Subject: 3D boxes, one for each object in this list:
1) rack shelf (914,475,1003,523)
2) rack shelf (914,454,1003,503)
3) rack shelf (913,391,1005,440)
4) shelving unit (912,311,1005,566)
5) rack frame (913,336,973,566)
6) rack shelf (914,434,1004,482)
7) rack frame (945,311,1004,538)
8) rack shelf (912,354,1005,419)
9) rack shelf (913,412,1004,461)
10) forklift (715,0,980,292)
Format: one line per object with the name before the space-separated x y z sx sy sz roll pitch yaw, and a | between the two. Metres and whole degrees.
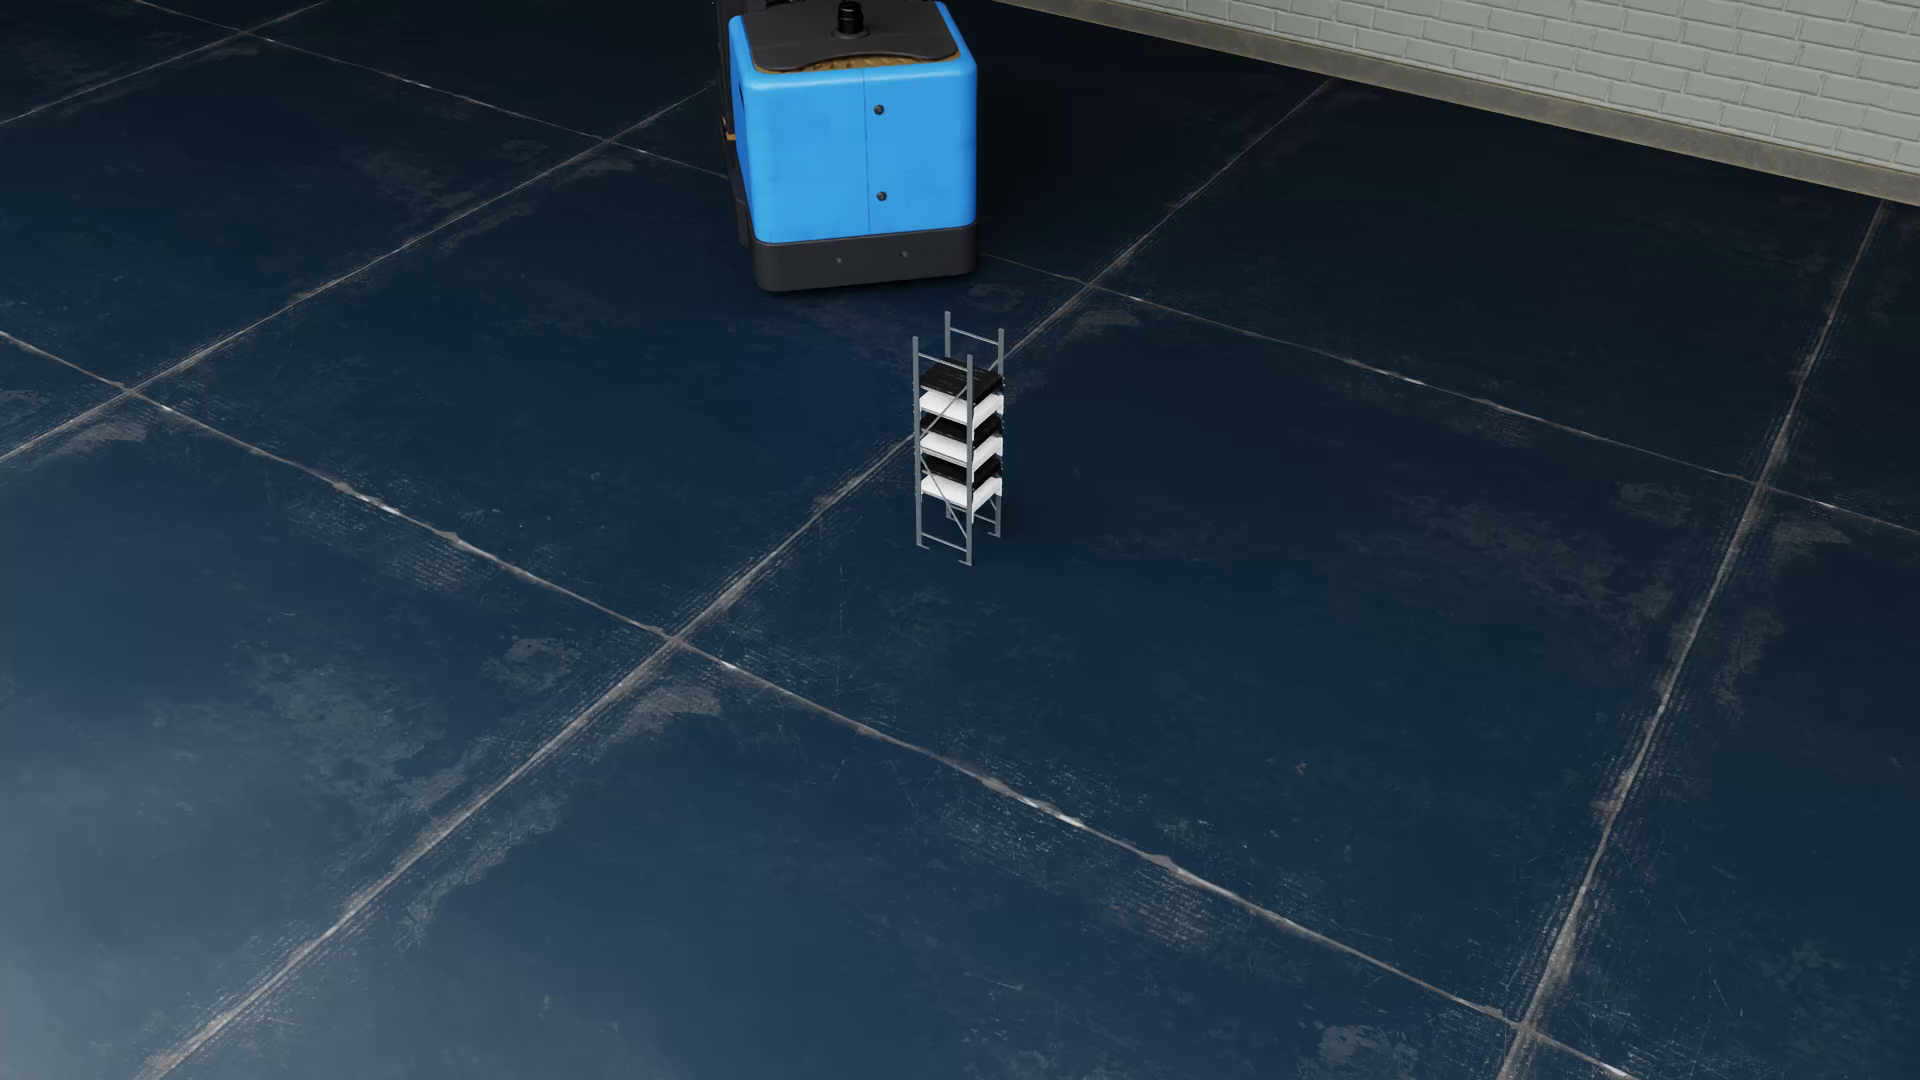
rack shelf | -0.004 -0.183 6.100 0.258 0.077 0.200 21 42 25
rack shelf | -0.004 -0.255 6.045 0.258 0.077 0.200 21 42 25
rack shelf | -0.004 -0.468 5.880 0.258 0.077 0.200 21 42 25
shelving unit | -0.004 -0.352 5.970 0.258 0.900 0.210 21 42 25
rack frame | -0.059 -0.300 5.902 0.240 0.900 0.006 21 42 25
rack shelf | -0.004 -0.326 5.990 0.258 0.077 0.200 21 42 25
rack frame | 0.050 -0.405 6.038 0.240 0.900 0.006 21 42 25
rack shelf | -0.004 -0.540 5.825 0.258 0.077 0.200 21 42 25
rack shelf | -0.004 -0.397 5.935 0.258 0.077 0.200 21 42 25
forklift | -0.697 -3.196 7.995 1.130 2.935 3.031 -7 38 -9
